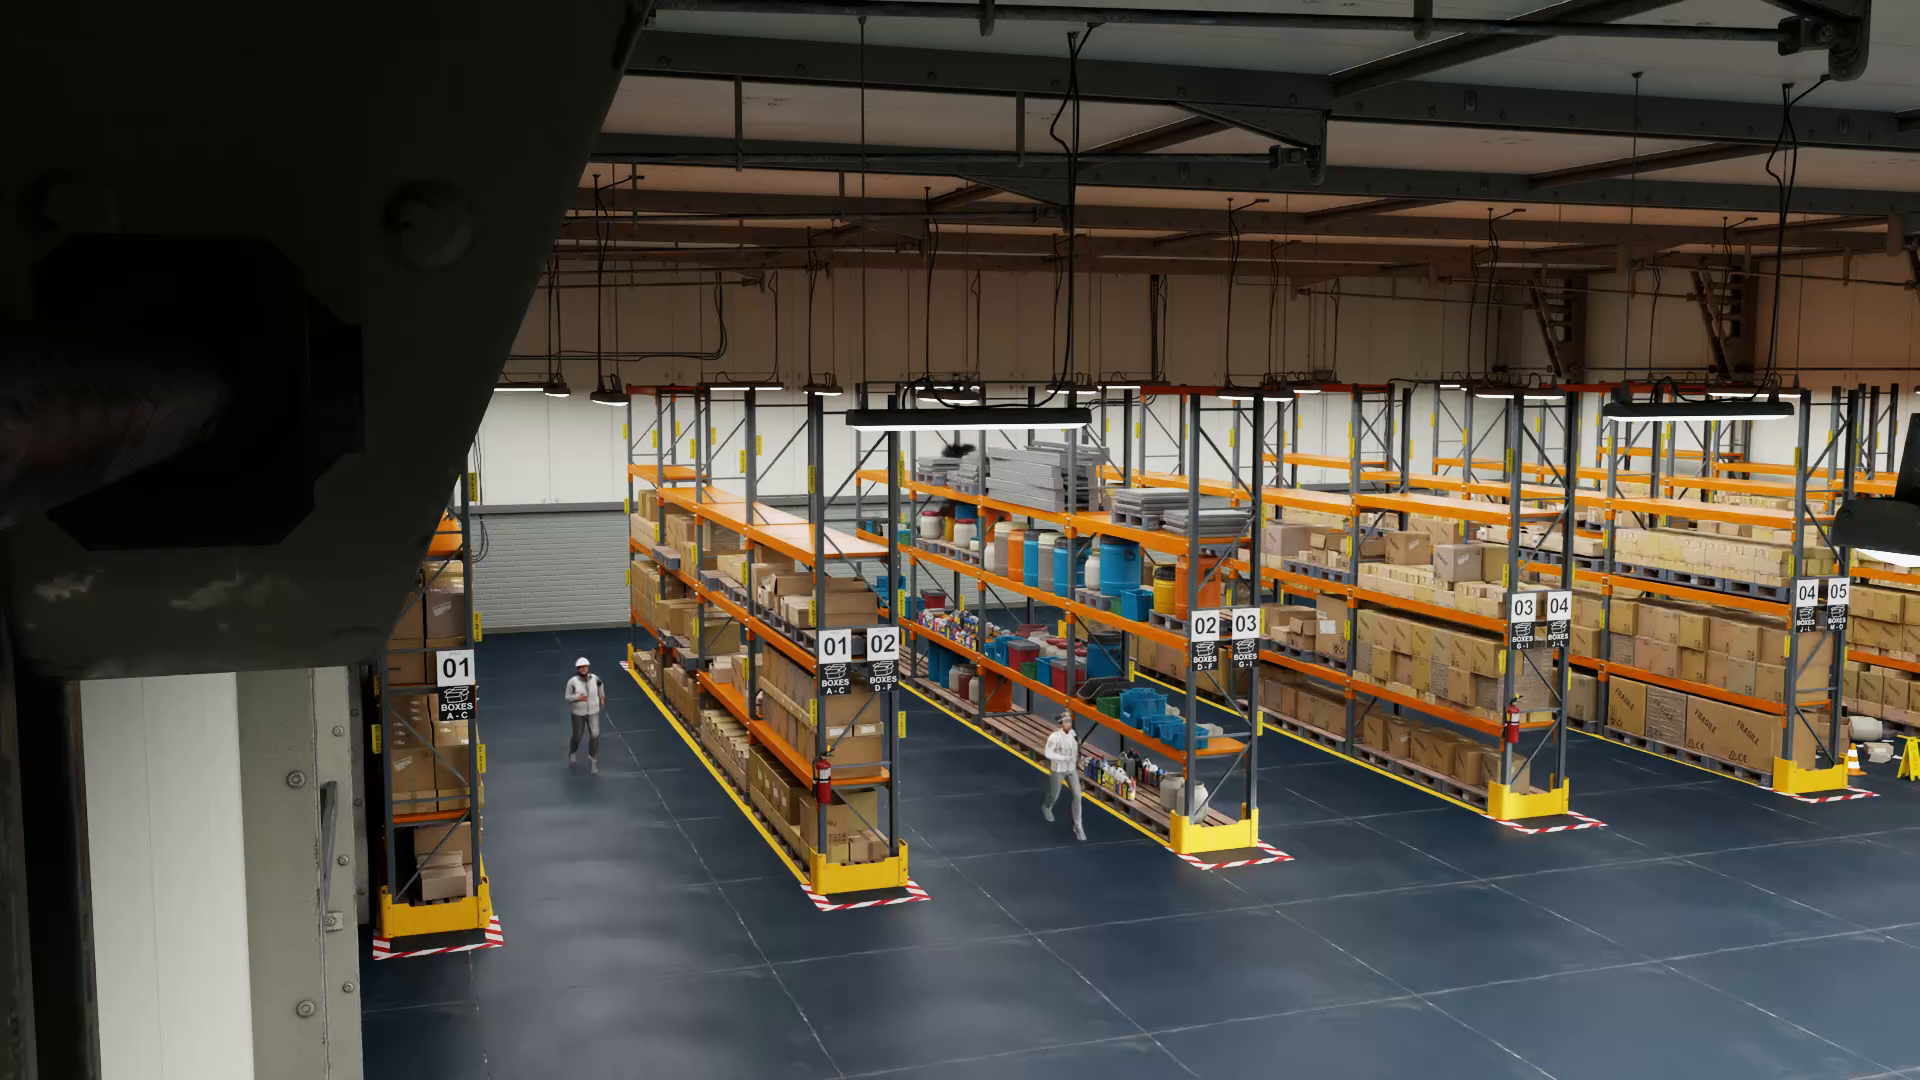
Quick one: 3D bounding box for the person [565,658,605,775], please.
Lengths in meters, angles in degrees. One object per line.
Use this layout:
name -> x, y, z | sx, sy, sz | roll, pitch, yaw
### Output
person -> -5.928, 2.745, 26.260 | 0.662, 1.828, 0.903 | -3, 6, -24

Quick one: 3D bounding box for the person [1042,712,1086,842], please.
person -> 1.376, 3.167, 22.643 | 0.578, 1.739, 0.996 | -2, 6, -22
